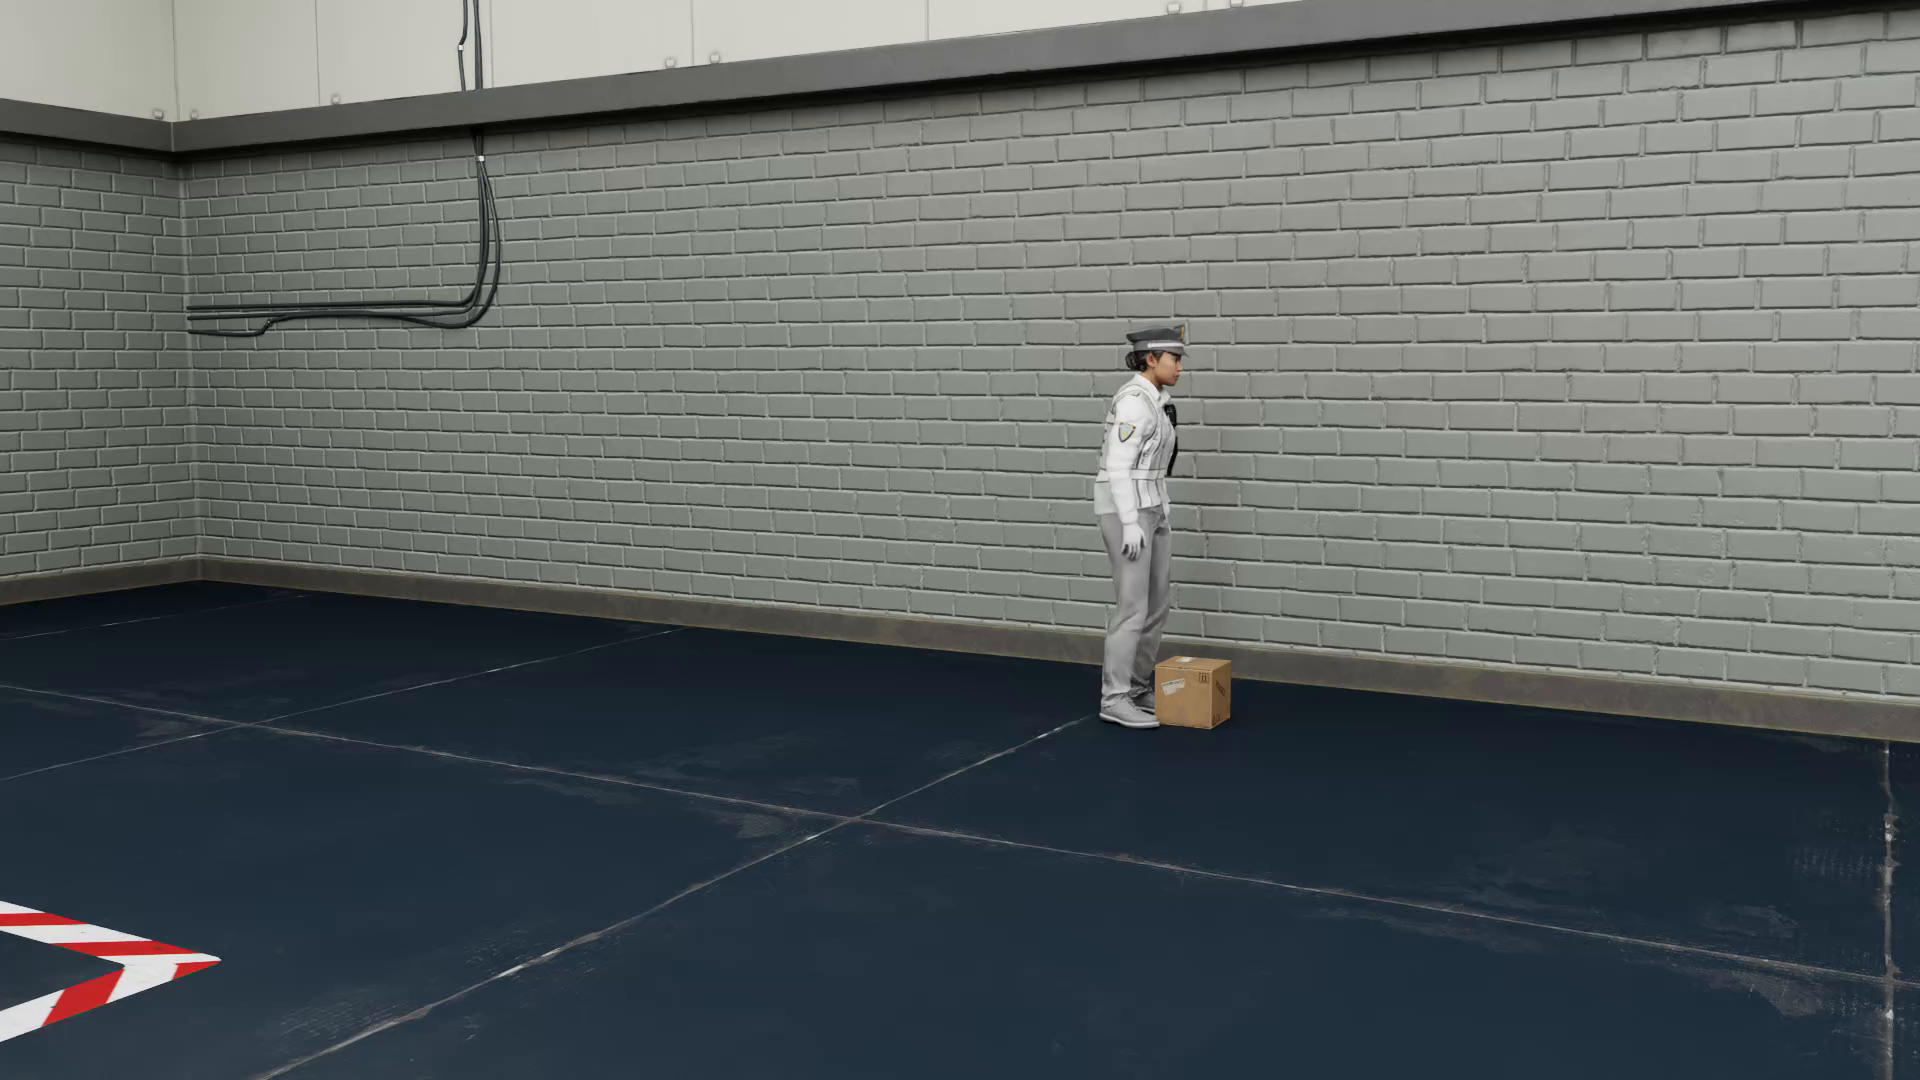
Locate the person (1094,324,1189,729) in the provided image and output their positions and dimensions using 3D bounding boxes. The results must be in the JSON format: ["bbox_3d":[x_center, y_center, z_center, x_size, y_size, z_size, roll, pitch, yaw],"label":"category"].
[{"bbox_3d":[0.770,-0.075,7.051,0.373,1.665,0.546,3,7,25],"label":"person"}]
